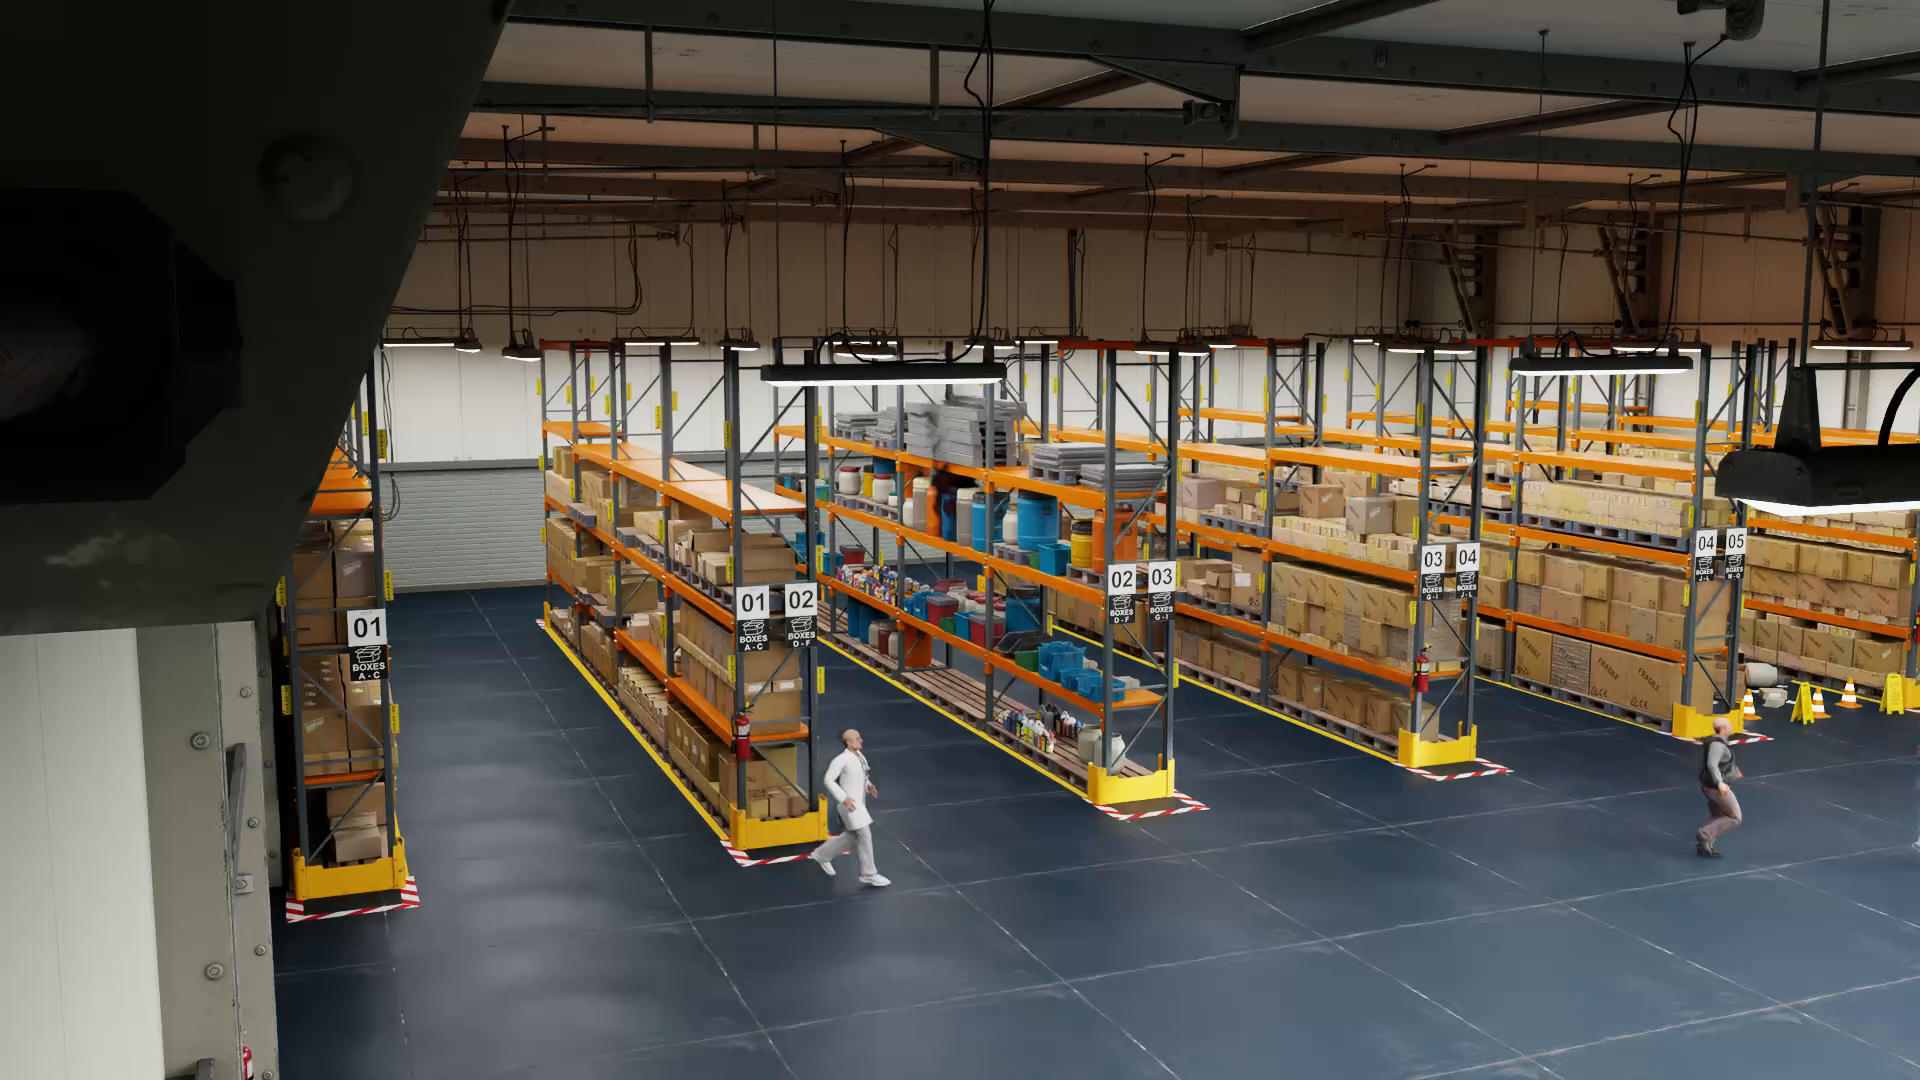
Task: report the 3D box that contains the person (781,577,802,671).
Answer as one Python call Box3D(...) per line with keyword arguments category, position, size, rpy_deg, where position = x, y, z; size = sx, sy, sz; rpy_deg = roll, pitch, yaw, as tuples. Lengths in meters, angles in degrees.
Box3D(category="person", position=(-2.974, 1.445, 29.152), size=(0.575, 1.659, 0.589), rpy_deg=(-6, 9, -38))

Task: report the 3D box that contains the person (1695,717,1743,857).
Box3D(category="person", position=(9.036, 2.934, 19.774), size=(0.571, 1.689, 0.672), rpy_deg=(1, 8, 8))

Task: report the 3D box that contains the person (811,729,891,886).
Box3D(category="person", position=(-1.249, 3.012, 18.837), size=(0.969, 1.770, 0.718), rpy_deg=(2, 8, 13))
